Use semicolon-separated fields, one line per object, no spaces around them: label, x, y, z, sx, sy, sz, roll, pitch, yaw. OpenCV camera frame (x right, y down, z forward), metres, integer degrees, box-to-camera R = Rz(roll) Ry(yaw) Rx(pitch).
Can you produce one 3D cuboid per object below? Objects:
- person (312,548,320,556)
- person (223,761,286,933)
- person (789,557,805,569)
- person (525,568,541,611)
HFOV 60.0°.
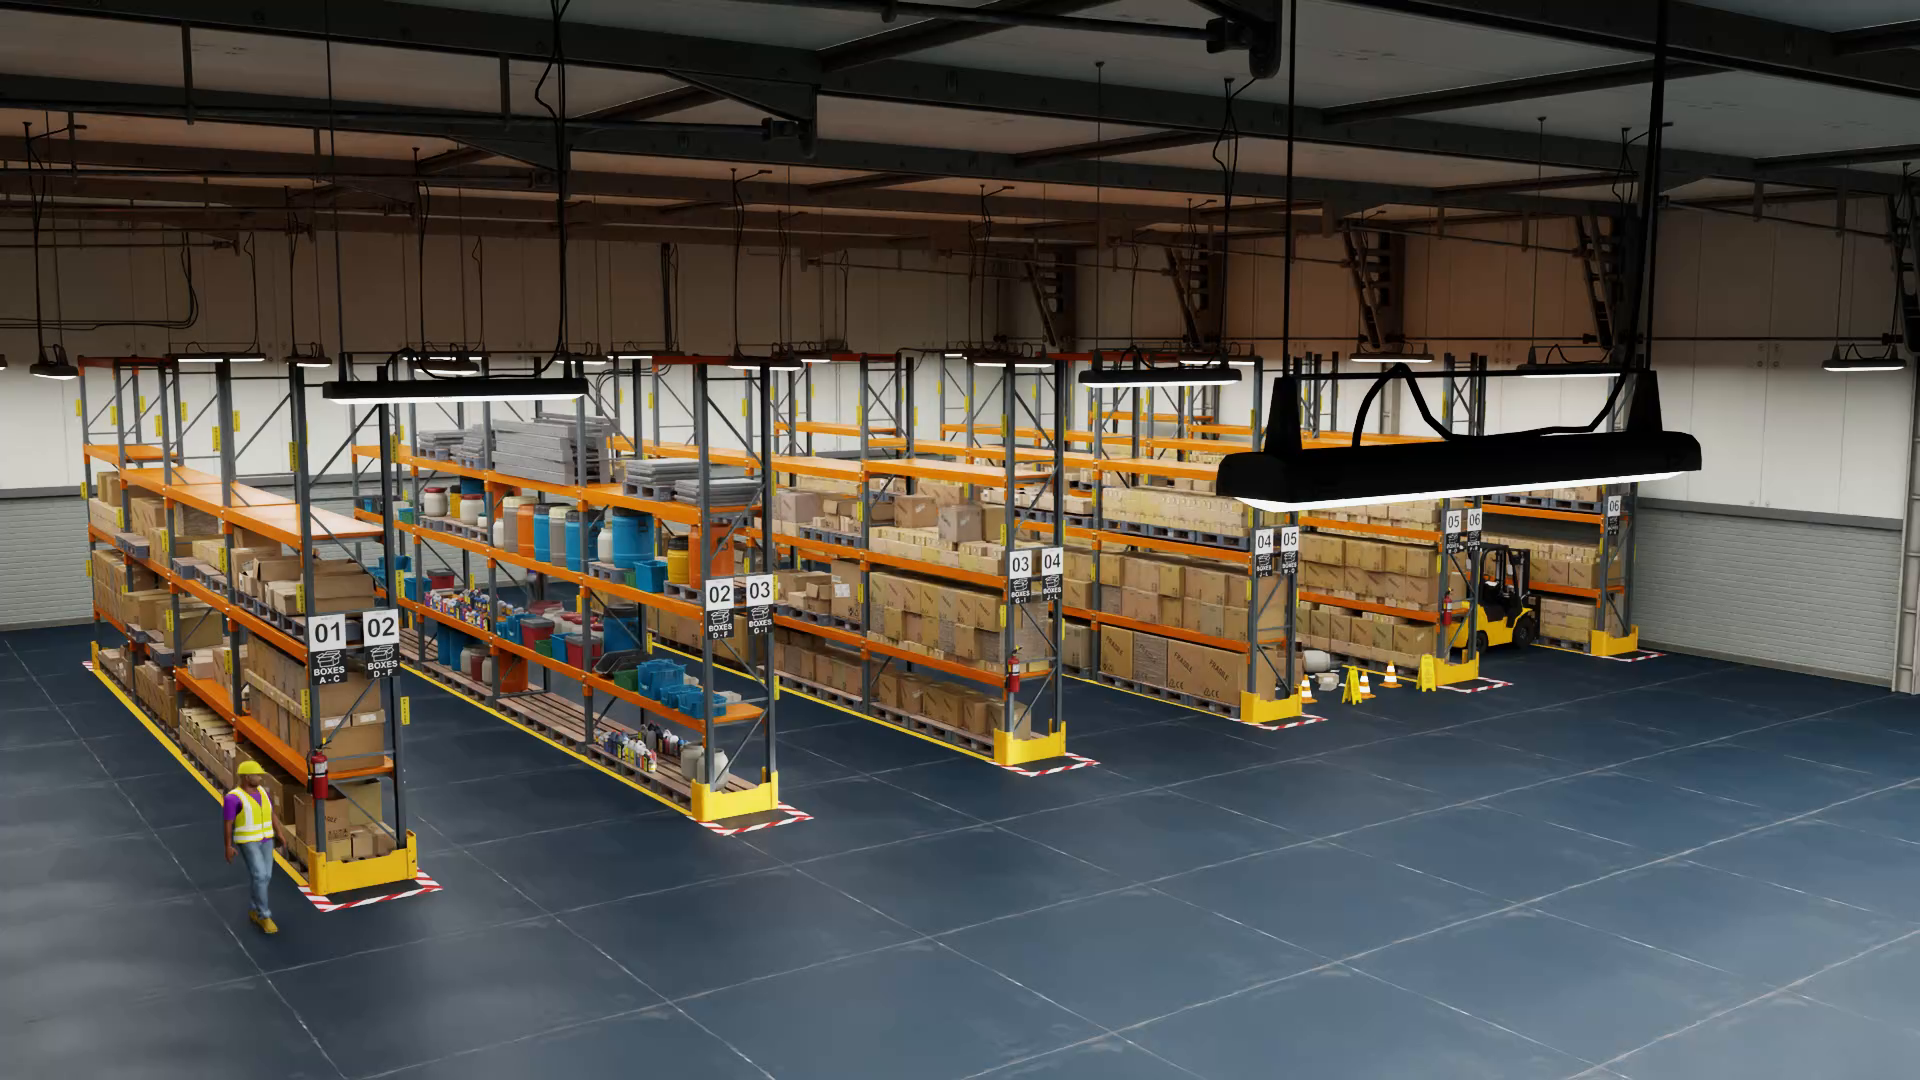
person;-14.760;0.970;37.840;0.717;1.541;0.416;0;7;-1
person;-7.550;3.298;18.016;0.704;1.780;0.611;3;8;24
person;-4.069;0.358;41.940;0.610;1.773;0.560;-3;8;-27
person;-9.652;0.950;37.755;0.507;1.705;0.502;5;8;34
